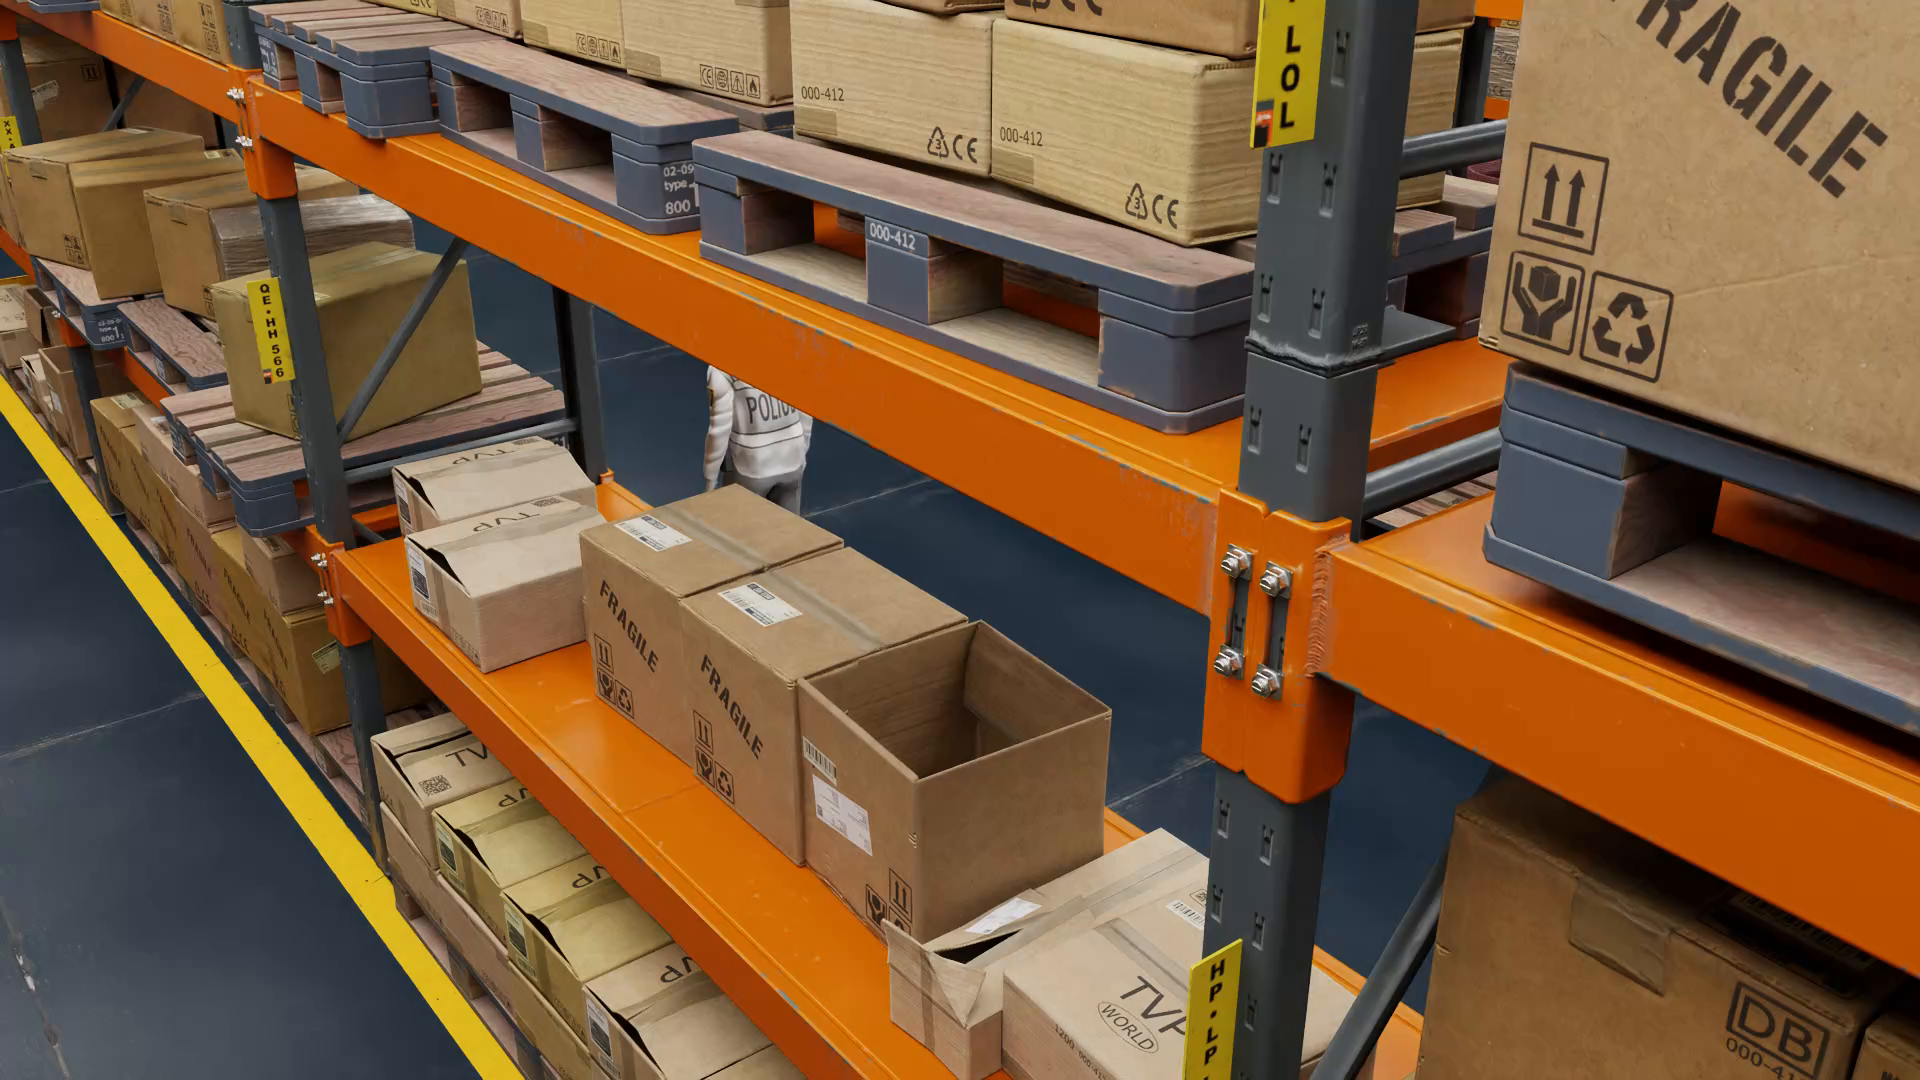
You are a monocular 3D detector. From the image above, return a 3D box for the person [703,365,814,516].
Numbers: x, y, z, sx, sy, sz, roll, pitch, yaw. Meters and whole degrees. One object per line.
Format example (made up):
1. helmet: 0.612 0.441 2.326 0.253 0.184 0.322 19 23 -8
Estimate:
1. person: -0.889 -0.321 7.295 0.530 1.663 0.404 -18 30 -34
